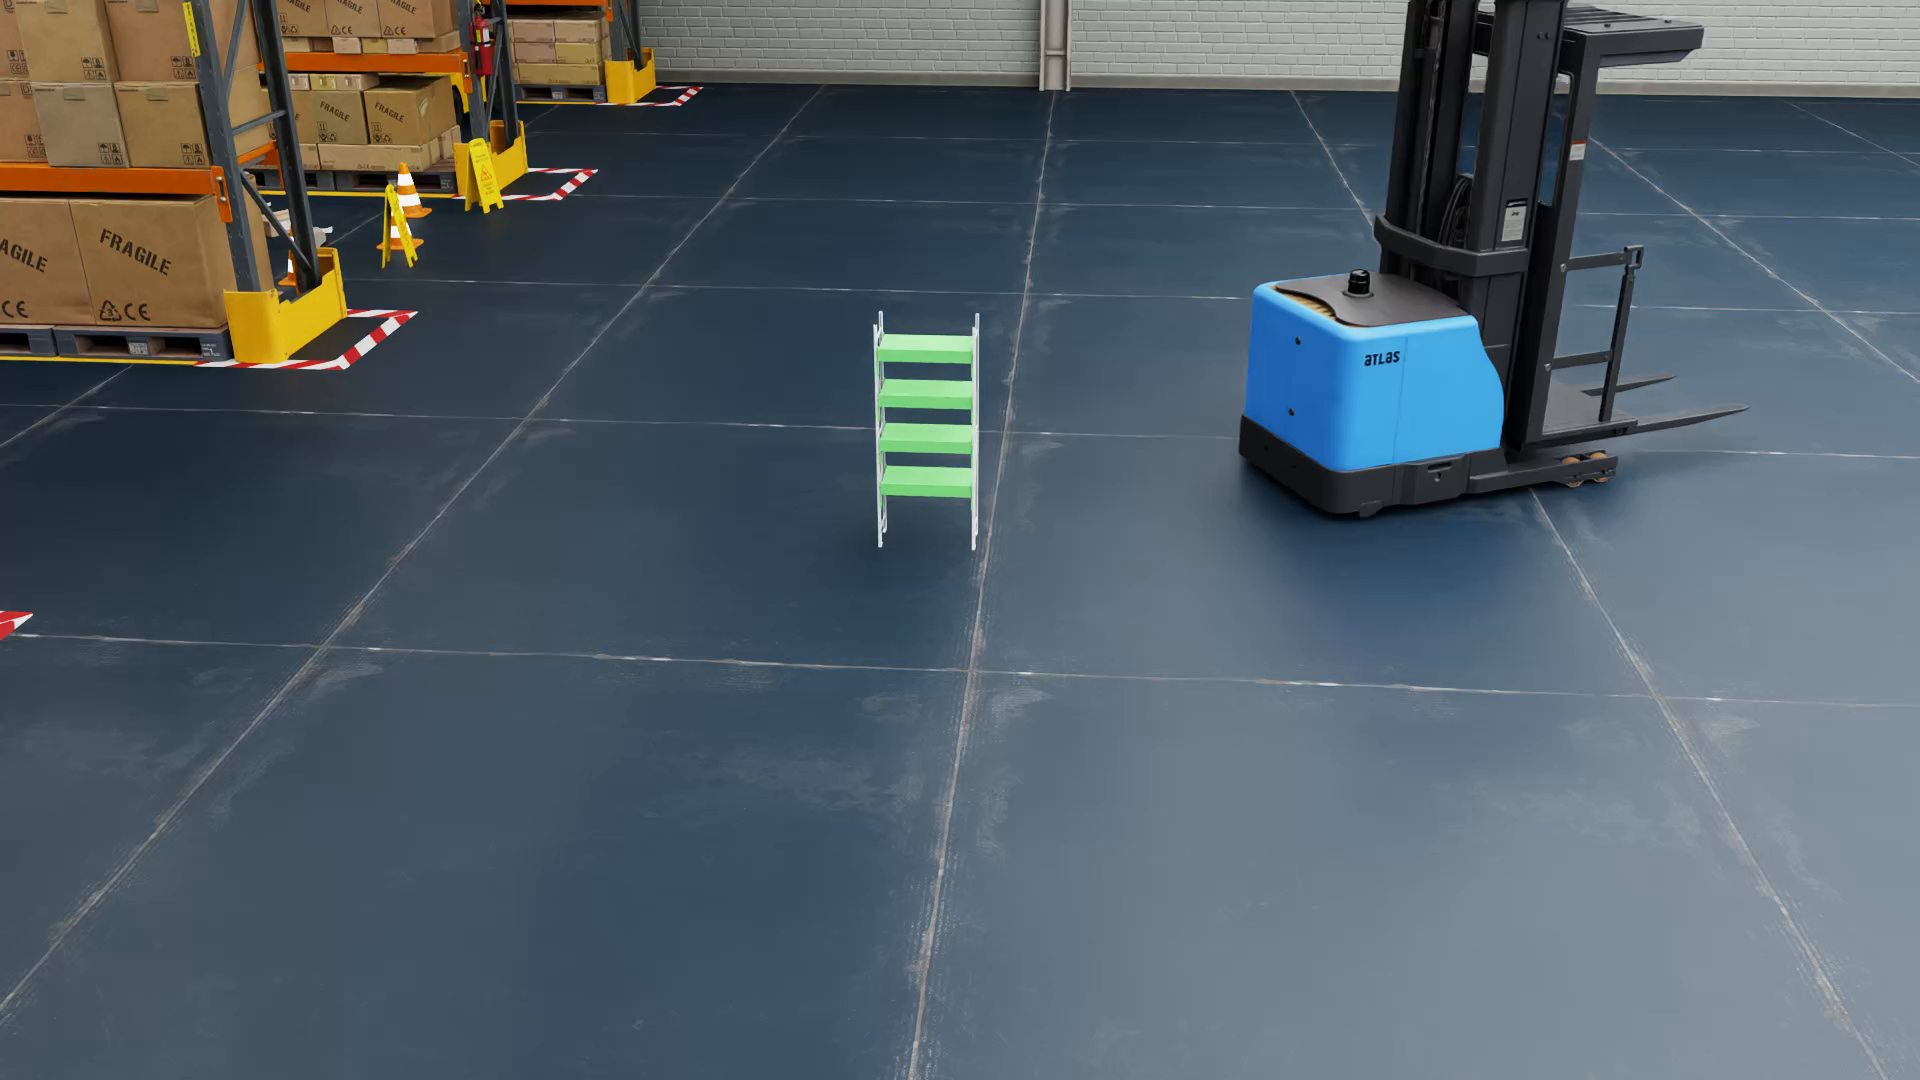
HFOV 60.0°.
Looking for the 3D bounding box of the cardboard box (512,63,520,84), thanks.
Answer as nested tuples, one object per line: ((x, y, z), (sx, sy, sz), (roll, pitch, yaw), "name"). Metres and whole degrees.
((-5.625, -5.815, 20.587), (0.500, 0.250, 0.500), (2, 25, 5), "cardboard box")

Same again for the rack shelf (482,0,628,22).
((-6.134, -6.688, 20.557), (4.000, 0.370, 1.077), (2, 25, 4), "rack shelf")

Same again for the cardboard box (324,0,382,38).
((-5.577, -4.983, 15.515), (0.500, 0.500, 0.500), (2, 25, 4), "cardboard box")

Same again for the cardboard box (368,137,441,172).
((-5.366, -3.738, 16.072), (0.500, 0.250, 0.500), (2, 25, 4), "cardboard box")

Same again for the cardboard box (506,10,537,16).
((-5.601, -6.476, 20.826), (0.500, 0.250, 0.500), (2, 25, 4), "cardboard box")

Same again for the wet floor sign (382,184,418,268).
((-4.614, -2.570, 13.564), (0.232, 0.644, 0.267), (-2, 25, -5), "wet floor sign")

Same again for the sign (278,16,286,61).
((-4.746, -3.476, 11.585), (0.005, 0.325, 0.100), (2, 25, 4), "sign")

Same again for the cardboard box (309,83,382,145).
((-5.855, -4.096, 15.954), (0.500, 0.500, 0.500), (3, 25, 6), "cardboard box")

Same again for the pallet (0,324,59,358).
((-6.810, -1.582, 11.935), (1.213, 0.211, 1.003), (2, 25, 4), "pallet")

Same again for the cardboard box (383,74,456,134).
((-5.323, -4.306, 16.409), (0.500, 0.500, 0.500), (1, 25, 2), "cardboard box")

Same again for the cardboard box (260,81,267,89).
((-6.885, -4.131, 16.029), (0.500, 0.500, 0.500), (3, 25, 7), "cardboard box")

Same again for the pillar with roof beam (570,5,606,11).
((-5.094, -8.280, 15.978), (0.400, 9.000, 9.100), (2, 25, 4), "pillar with roof beam")

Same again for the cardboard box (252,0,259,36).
((-6.579, -5.024, 15.605), (0.500, 0.500, 0.500), (2, 25, 5), "cardboard box")

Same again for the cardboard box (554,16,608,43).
((-4.623, -6.231, 20.295), (0.500, 0.250, 0.500), (3, 25, 6), "cardboard box")

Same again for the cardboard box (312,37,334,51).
((-5.924, -4.732, 15.746), (0.250, 0.149, 0.380), (2, 25, 5), "cardboard box")

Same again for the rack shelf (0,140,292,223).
((-6.788, -2.553, 11.570), (4.000, 0.370, 1.077), (2, 25, 4), "rack shelf")

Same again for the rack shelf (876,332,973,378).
((-0.165, -0.928, 8.337), (0.480, 0.148, 0.258), (2, 25, 4), "rack shelf")

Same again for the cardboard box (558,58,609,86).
((-4.632, -5.776, 20.501), (0.500, 0.250, 0.500), (2, 25, 4), "cardboard box")

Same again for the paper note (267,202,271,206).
((-6.508, -3.121, 15.496), (0.148, 0.019, 0.142), (-7, 26, -14), "paper note")

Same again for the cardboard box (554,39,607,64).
((-4.649, -6.005, 20.400), (0.500, 0.250, 0.500), (2, 25, 3), "cardboard box")

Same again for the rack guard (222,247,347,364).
((-4.770, -1.679, 11.801), (0.348, 0.500, 1.175), (2, 25, 4), "rack guard")

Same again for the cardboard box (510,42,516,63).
((-5.664, -6.033, 20.462), (0.500, 0.250, 0.500), (1, 25, 3), "cardboard box")

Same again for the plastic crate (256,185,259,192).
((-7.001, -3.291, 15.807), (0.583, 0.080, 0.402), (-7, 26, -14), "plastic crate")

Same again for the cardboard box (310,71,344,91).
((-5.956, -4.369, 15.770), (0.250, 0.149, 0.380), (2, 25, 5), "cardboard box")

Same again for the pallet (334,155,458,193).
((-5.399, -3.658, 16.448), (1.213, 0.211, 1.003), (2, 25, 4), "pallet")

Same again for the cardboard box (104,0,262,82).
((-5.161, -3.402, 11.084), (0.550, 0.550, 0.875), (2, 25, 4), "cardboard box")

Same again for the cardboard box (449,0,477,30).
((-4.967, -5.193, 15.972), (0.500, 0.500, 0.500), (1, 25, 3), "cardboard box")

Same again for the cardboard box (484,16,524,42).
((-5.636, -6.257, 20.351), (0.500, 0.250, 0.500), (2, 25, 5), "cardboard box")

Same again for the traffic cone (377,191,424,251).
((-4.789, -2.732, 14.133), (0.334, 0.463, 0.336), (2, 25, 4), "traffic cone")

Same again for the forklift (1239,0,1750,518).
((3.194, -1.825, 9.210), (3.031, 2.935, 1.130), (-9, 26, -19), "forklift")

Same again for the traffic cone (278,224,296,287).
((-5.215, -2.272, 13.134), (0.334, 0.463, 0.336), (2, 25, 4), "traffic cone")

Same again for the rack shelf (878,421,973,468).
((-0.165, -0.492, 8.537), (0.480, 0.148, 0.258), (2, 25, 4), "rack shelf")

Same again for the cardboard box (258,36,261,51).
((-6.686, -4.711, 15.699), (0.250, 0.149, 0.380), (2, 25, 4), "cardboard box")

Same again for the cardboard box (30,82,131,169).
((-5.718, -2.885, 11.252), (0.550, 0.550, 0.875), (2, 25, 4), "cardboard box")

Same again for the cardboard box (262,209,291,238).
((-5.977, -2.787, 14.628), (0.250, 0.149, 0.380), (16, 29, 31), "cardboard box")

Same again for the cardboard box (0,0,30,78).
((-6.264, -3.456, 11.201), (0.550, 0.550, 0.875), (2, 25, 4), "cardboard box")

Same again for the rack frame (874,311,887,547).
((-0.408, -0.558, 8.528), (0.015, 1.200, 0.240), (2, 25, 4), "rack frame")

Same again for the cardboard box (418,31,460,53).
((-4.905, -4.690, 15.656), (0.250, 0.149, 0.380), (3, 25, 6), "cardboard box")

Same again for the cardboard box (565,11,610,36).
((-4.604, -6.441, 20.750), (0.500, 0.250, 0.500), (1, 25, 3), "cardboard box")

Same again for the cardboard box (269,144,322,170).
((-6.380, -3.771, 16.145), (0.500, 0.250, 0.500), (1, 25, 2), "cardboard box")

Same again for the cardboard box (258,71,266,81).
((-6.878, -4.354, 16.513), (0.500, 0.500, 0.500), (3, 25, 7), "cardboard box")

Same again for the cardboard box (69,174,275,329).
((-5.475, -2.035, 11.624), (0.875, 0.875, 0.875), (2, 25, 4), "cardboard box")

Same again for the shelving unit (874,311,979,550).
((-0.165, -0.550, 8.511), (0.503, 1.200, 0.258), (2, 25, 4), "shelving unit")

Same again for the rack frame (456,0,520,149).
((-4.516, -4.882, 15.771), (0.127, 3.000, 1.000), (2, 25, 4), "rack frame")

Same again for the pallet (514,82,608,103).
((-4.905, -5.691, 20.865), (1.213, 0.211, 1.003), (2, 25, 4), "pallet")

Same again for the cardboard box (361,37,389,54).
((-5.420, -4.669, 15.610), (0.250, 0.149, 0.380), (1, 25, 3), "cardboard box")
